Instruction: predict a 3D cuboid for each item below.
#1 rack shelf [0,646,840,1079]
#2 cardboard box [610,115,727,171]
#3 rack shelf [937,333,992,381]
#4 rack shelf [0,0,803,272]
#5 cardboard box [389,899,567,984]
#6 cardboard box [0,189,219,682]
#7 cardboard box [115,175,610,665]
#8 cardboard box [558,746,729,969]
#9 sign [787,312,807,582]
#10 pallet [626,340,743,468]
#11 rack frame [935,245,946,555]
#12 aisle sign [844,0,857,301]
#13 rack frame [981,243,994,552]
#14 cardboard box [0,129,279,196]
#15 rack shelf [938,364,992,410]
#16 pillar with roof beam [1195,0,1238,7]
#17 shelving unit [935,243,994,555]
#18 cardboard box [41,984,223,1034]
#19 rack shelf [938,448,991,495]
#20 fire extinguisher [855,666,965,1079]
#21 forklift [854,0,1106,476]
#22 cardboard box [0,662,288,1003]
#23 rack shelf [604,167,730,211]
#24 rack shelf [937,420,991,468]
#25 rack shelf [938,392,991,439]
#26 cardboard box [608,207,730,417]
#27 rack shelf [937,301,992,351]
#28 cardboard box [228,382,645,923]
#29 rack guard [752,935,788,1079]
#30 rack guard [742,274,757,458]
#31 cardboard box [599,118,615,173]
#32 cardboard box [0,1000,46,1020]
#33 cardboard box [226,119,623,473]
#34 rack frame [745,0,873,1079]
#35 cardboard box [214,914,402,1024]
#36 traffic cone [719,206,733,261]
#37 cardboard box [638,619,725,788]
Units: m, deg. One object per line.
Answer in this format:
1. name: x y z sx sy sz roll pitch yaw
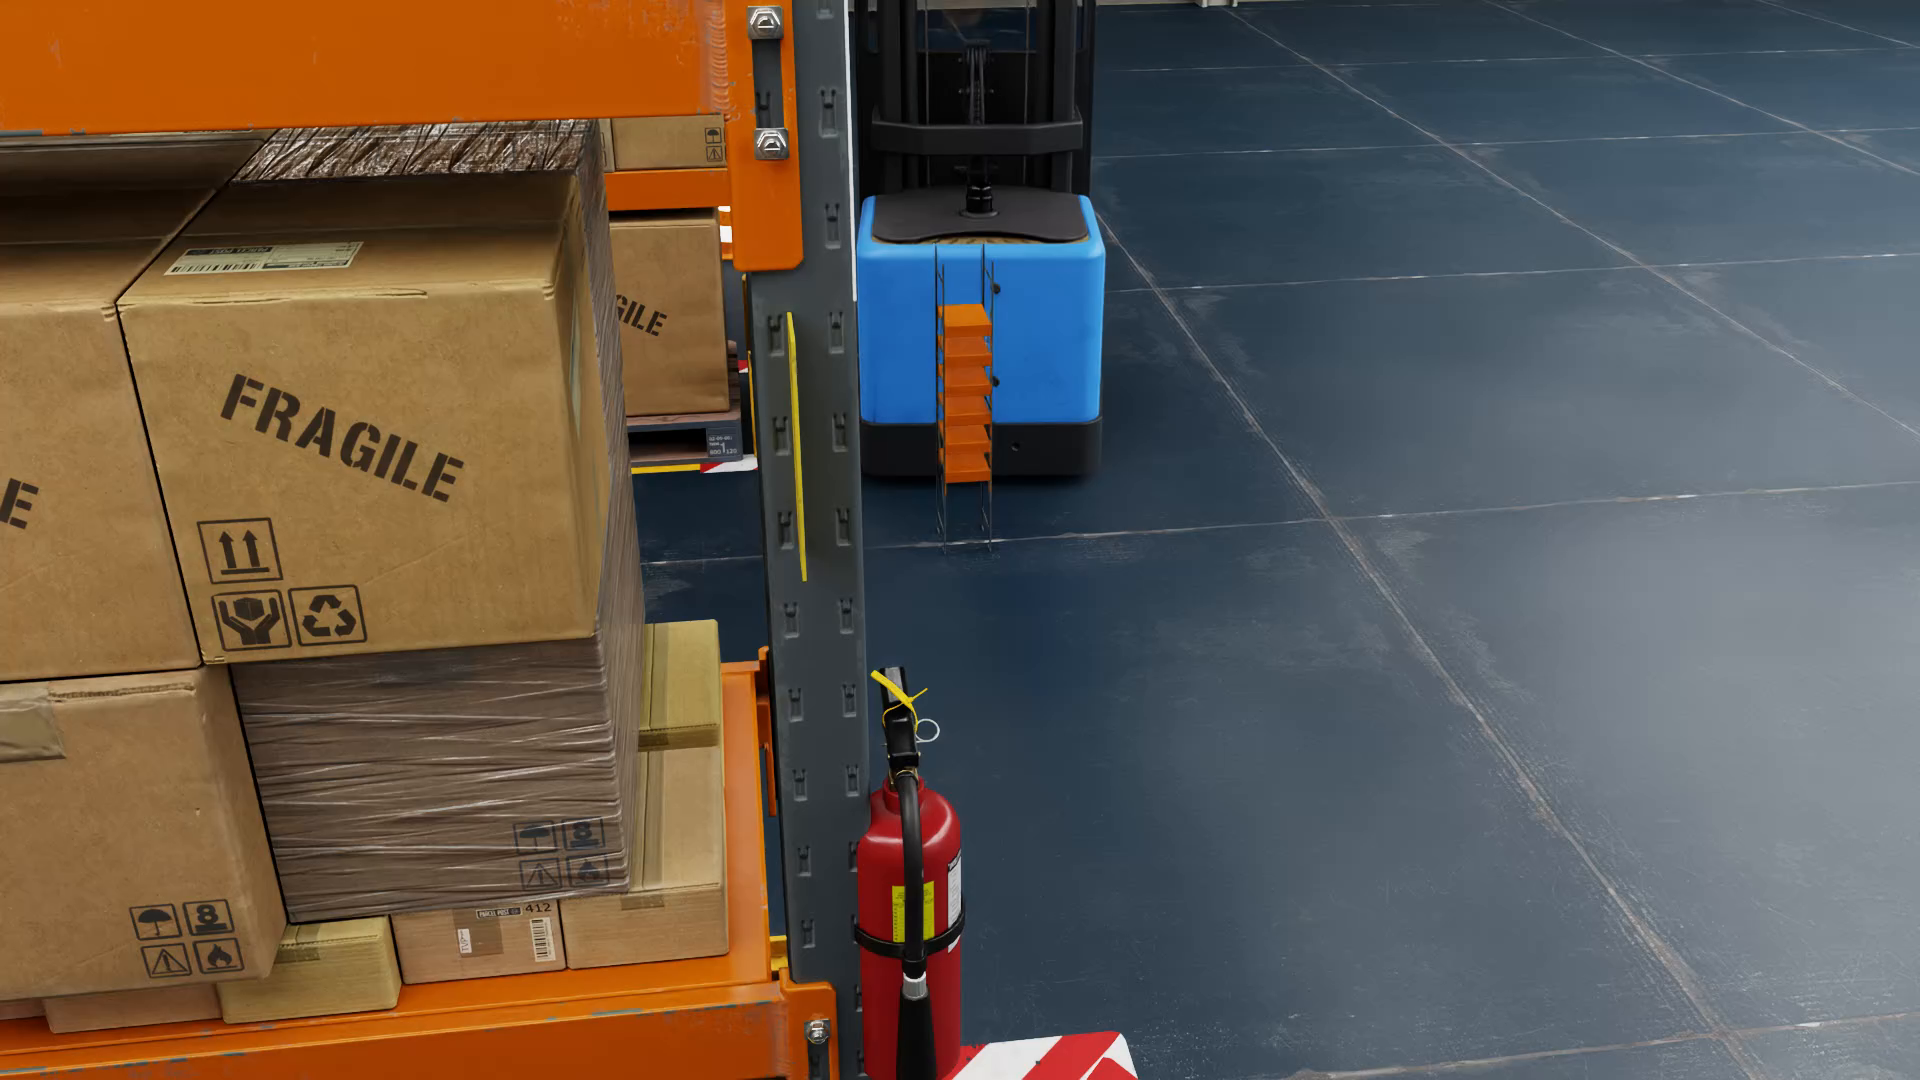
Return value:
1. rack shelf: -2.241 0.738 2.814 4.000 0.370 1.077 -4 27 -7
2. cardboard box: -1.212 -1.981 7.160 0.550 0.550 0.875 -4 27 -7
3. rack shelf: 0.014 -0.709 6.389 0.180 0.103 0.258 -4 27 -7
4. rack shelf: -2.241 -0.597 2.130 4.000 0.370 1.077 -4 27 -7
5. cardboard box: -0.761 0.529 2.708 0.250 0.149 0.380 -4 27 -7
6. cardboard box: -1.265 -0.150 2.226 0.500 0.500 0.500 -4 27 -7
7. cardboard box: -0.771 -0.184 2.293 0.500 0.500 0.500 -4 27 -7
8. cardboard box: -0.514 0.514 2.738 0.250 0.149 0.380 -4 27 -7
9. sign: -0.203 -0.113 2.070 0.005 0.325 0.100 -4 27 -7
10. pallet: -1.632 -0.631 7.749 1.213 0.211 1.003 -4 27 -7
11. rack frame: -0.076 -0.529 6.467 0.006 1.200 0.240 -4 27 -7
12. aisle sign: -0.157 -0.734 2.048 0.004 0.787 0.394 -4 27 -7
13. rack frame: 0.105 -0.541 6.489 0.006 1.200 0.240 -4 27 -7
14. cardboard box: -1.339 -0.391 2.695 0.500 0.500 0.500 -4 27 -7
15. rack shelf: 0.014 -0.602 6.443 0.180 0.103 0.258 -4 27 -7
16. pillar with roof beam: 3.390 -7.901 12.291 0.400 9.000 9.100 -4 27 -7
17. shelving unit: 0.014 -0.535 6.478 0.189 1.200 0.258 -4 27 -7
18. cardboard box: -1.252 0.577 2.614 0.250 0.149 0.380 -4 27 -7
19. rack shelf: 0.014 -0.282 6.608 0.180 0.103 0.258 -4 27 -7
20. fire extinguisher: -0.083 0.526 2.524 0.183 0.674 0.296 -4 27 -7
21. forklift: 0.064 -2.207 7.840 1.130 2.935 3.031 0 27 -1
22. cardboard box: -1.287 0.222 2.596 0.500 0.500 0.875 -4 27 -7
23. rack shelf: -2.832 -1.511 7.197 4.000 0.370 1.077 -4 27 -7
24. rack shelf: 0.014 -0.388 6.553 0.180 0.103 0.258 -4 27 -7
25. rack shelf: 0.014 -0.495 6.498 0.180 0.103 0.258 -4 27 -7
26. cardboard box: -1.514 -1.127 7.527 0.875 0.875 0.875 -4 27 -7
27. rack shelf: 0.014 -0.816 6.334 0.180 0.103 0.258 -4 27 -7
28. cardboard box: -0.809 0.136 2.763 0.500 0.500 0.875 -4 27 -7
29. rack guard: -0.336 1.408 3.459 0.348 0.500 1.175 -4 27 -7
30. rack guard: -0.828 -0.848 7.854 0.348 0.500 1.175 -4 27 -7
31. cardboard box: -1.754 -1.936 7.073 0.550 0.550 0.875 -4 27 -7
32. cardboard box: -1.505 0.575 2.620 0.250 0.149 0.380 -4 27 -7
33. cardboard box: -0.843 -0.419 2.751 0.500 0.500 0.500 -4 27 -7
34. rack frame: -0.261 0.289 2.901 0.053 2.616 0.949 -4 27 -7
35. cardboard box: -1.002 0.569 2.631 0.250 0.149 0.380 -4 27 -7
36. traffic cone: -1.396 -1.970 10.083 0.334 0.463 0.336 -4 27 -7
37. cardboard box: -0.576 0.313 3.130 0.250 0.149 0.380 -4 27 -7
